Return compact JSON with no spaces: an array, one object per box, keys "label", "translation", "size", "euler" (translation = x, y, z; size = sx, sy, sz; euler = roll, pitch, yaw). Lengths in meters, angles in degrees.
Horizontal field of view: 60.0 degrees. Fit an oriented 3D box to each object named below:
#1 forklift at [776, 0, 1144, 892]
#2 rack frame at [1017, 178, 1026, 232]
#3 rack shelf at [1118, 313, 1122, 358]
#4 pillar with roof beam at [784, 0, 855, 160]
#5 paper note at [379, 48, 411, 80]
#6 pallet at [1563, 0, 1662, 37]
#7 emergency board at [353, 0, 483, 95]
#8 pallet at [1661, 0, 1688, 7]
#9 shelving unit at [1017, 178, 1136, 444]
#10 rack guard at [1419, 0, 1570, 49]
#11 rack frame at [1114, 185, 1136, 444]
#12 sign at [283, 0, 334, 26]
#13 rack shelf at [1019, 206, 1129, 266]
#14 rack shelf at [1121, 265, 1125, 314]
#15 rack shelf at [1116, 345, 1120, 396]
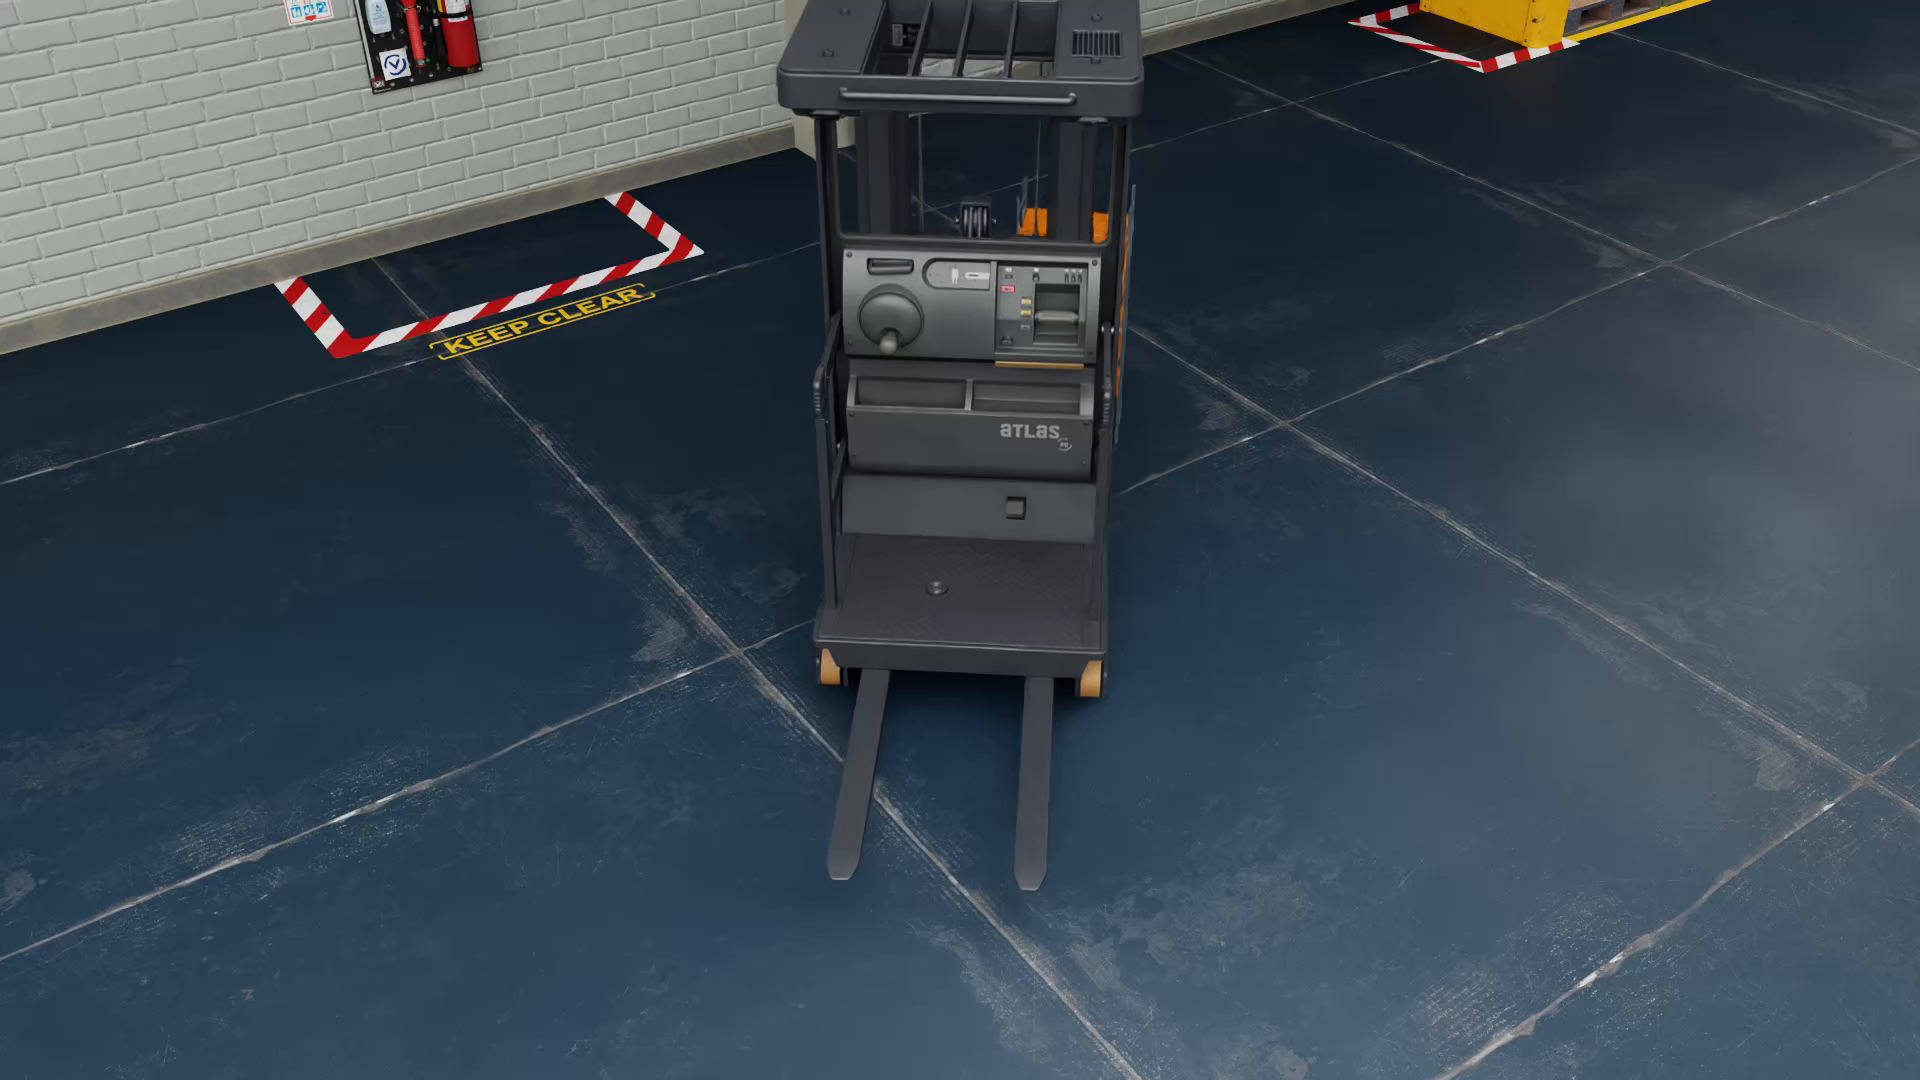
[{"label":"forklift","translation":[0.026,-0.785,5.832],"size":[1.130,2.935,3.031],"euler":[2,36,3]},{"label":"rack frame","translation":[0.272,-1.057,7.686],"size":[0.015,1.200,0.240],"euler":[5,35,6]},{"label":"rack shelf","translation":[0.513,-0.981,7.696],"size":[0.480,0.148,0.258],"euler":[5,35,6]},{"label":"pillar with roof beam","translation":[1.641,-4.161,5.329],"size":[0.400,9.000,9.100],"euler":[-22,41,-28]},{"label":"paper note","translation":[-3.065,-2.583,9.027],"size":[0.142,0.148,0.016],"euler":[-22,41,-28]},{"label":"pallet","translation":[4.738,-4.300,13.048],"size":[1.213,0.211,1.003],"euler":[-22,41,-28]},{"label":"emergency board","translation":[-2.881,-2.967,8.807],"size":[0.643,1.169,0.194],"euler":[-22,41,-28]},{"label":"pallet","translation":[5.734,-4.708,13.615],"size":[1.213,0.211,1.003],"euler":[-22,41,-28]},{"label":"shelving unit","translation":[0.514,-1.037,7.658],"size":[0.503,1.200,0.258],"euler":[5,35,6]},{"label":"rack guard","translation":[4.054,-4.161,12.607],"size":[0.348,0.500,1.175],"euler":[-22,41,-28]},{"label":"rack frame","translation":[0.755,-1.017,7.631],"size":[0.015,1.200,0.240],"euler":[5,35,6]},{"label":"sign","translation":[-3.392,-2.845,8.606],"size":[0.234,0.329,0.001],"euler":[-22,41,-28]},{"label":"rack shelf","translation":[0.515,-1.361,7.437],"size":[0.480,0.148,0.258],"euler":[5,35,6]},{"label":"rack shelf","translation":[0.514,-1.166,7.570],"size":[0.480,0.148,0.258],"euler":[5,35,6]},{"label":"rack shelf","translation":[0.513,-0.818,7.809],"size":[0.480,0.148,0.258],"euler":[5,35,6]}]
